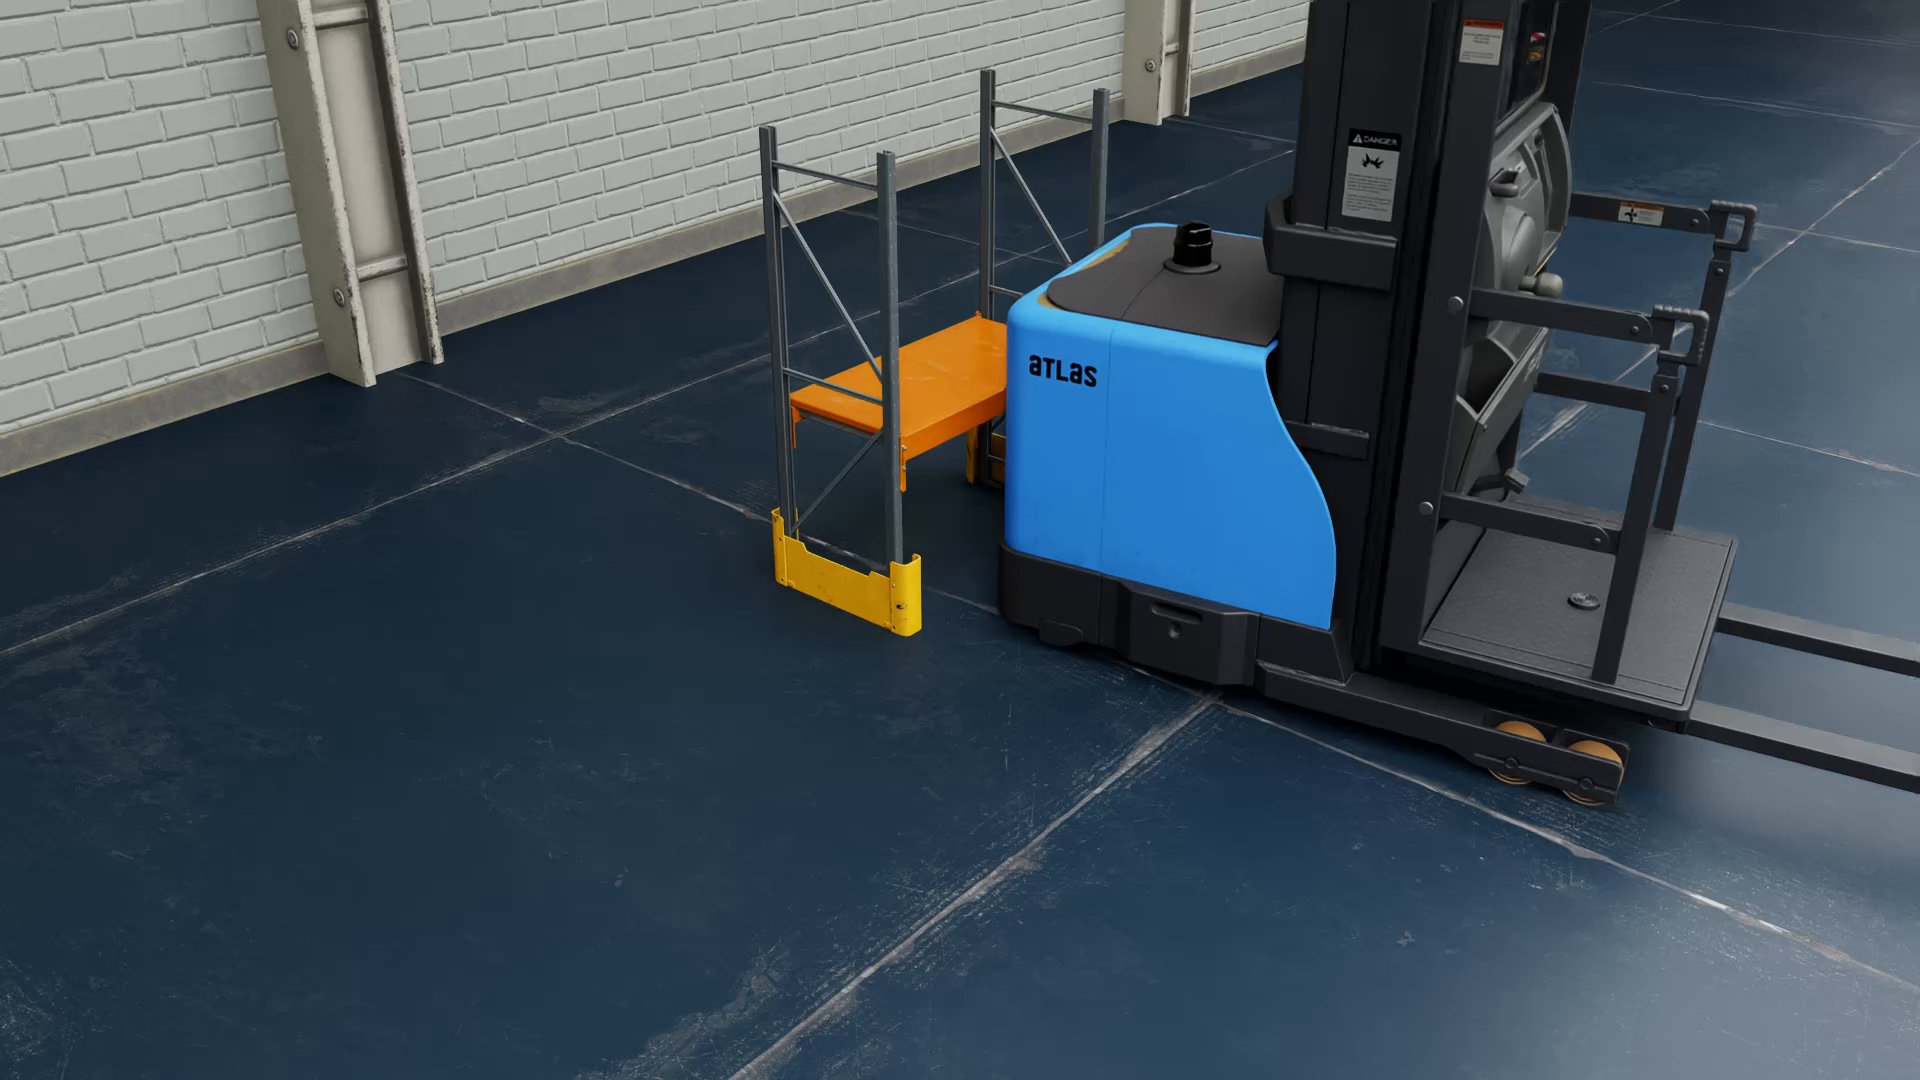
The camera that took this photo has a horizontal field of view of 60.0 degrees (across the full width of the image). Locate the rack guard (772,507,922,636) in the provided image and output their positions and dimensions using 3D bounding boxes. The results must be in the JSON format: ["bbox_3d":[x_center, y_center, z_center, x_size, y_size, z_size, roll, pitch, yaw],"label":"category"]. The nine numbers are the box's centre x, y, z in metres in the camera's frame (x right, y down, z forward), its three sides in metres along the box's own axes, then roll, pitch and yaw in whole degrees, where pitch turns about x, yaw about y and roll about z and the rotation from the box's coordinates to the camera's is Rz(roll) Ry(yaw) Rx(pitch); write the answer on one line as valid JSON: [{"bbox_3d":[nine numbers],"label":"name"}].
[{"bbox_3d":[-0.365,0.093,5.299,0.587,0.250,0.087,21,34,34],"label":"rack guard"}]

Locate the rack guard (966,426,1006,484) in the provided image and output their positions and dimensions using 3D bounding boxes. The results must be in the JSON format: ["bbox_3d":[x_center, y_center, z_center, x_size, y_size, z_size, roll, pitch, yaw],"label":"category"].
[{"bbox_3d":[0.268,-0.261,5.982,0.587,0.250,0.087,21,34,34],"label":"rack guard"}]

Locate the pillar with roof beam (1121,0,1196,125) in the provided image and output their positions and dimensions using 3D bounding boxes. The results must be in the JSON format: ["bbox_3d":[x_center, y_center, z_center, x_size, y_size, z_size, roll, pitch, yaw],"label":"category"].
[{"bbox_3d":[4.646,-5.622,6.824,9.100,9.000,0.400,21,34,34],"label":"pillar with roof beam"}]

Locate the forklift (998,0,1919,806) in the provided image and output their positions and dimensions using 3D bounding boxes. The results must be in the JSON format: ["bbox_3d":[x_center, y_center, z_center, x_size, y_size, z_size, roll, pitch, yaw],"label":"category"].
[{"bbox_3d":[1.660,-0.880,4.261,3.031,2.935,1.130,14,31,25],"label":"forklift"}]

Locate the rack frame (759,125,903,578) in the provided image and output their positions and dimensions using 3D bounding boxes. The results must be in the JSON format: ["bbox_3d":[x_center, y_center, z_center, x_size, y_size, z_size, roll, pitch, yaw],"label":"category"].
[{"bbox_3d":[-0.378,-0.456,4.999,0.500,1.500,0.032,21,34,34],"label":"rack frame"}]

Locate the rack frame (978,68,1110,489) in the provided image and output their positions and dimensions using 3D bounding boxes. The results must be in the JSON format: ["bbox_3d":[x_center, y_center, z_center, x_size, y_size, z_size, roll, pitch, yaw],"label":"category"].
[{"bbox_3d":[0.269,-0.816,5.695,0.500,1.500,0.032,21,34,34],"label":"rack frame"}]

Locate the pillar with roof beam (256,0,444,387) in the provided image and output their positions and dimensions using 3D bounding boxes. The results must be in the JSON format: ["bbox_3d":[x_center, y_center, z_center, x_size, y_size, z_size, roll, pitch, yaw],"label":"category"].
[{"bbox_3d":[0.830,-3.495,2.711,9.100,9.000,0.400,21,34,34],"label":"pillar with roof beam"}]

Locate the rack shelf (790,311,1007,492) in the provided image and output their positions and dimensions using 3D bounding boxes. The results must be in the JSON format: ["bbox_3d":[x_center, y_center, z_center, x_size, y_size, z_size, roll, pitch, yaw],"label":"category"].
[{"bbox_3d":[-0.054,-0.476,5.430,0.538,0.185,1.000,21,34,34],"label":"rack shelf"}]

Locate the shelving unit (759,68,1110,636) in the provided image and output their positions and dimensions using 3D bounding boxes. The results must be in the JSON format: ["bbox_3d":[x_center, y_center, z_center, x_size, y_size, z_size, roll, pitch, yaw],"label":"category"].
[{"bbox_3d":[-0.048,-0.639,5.353,0.587,1.500,1.083,21,34,34],"label":"shelving unit"}]
